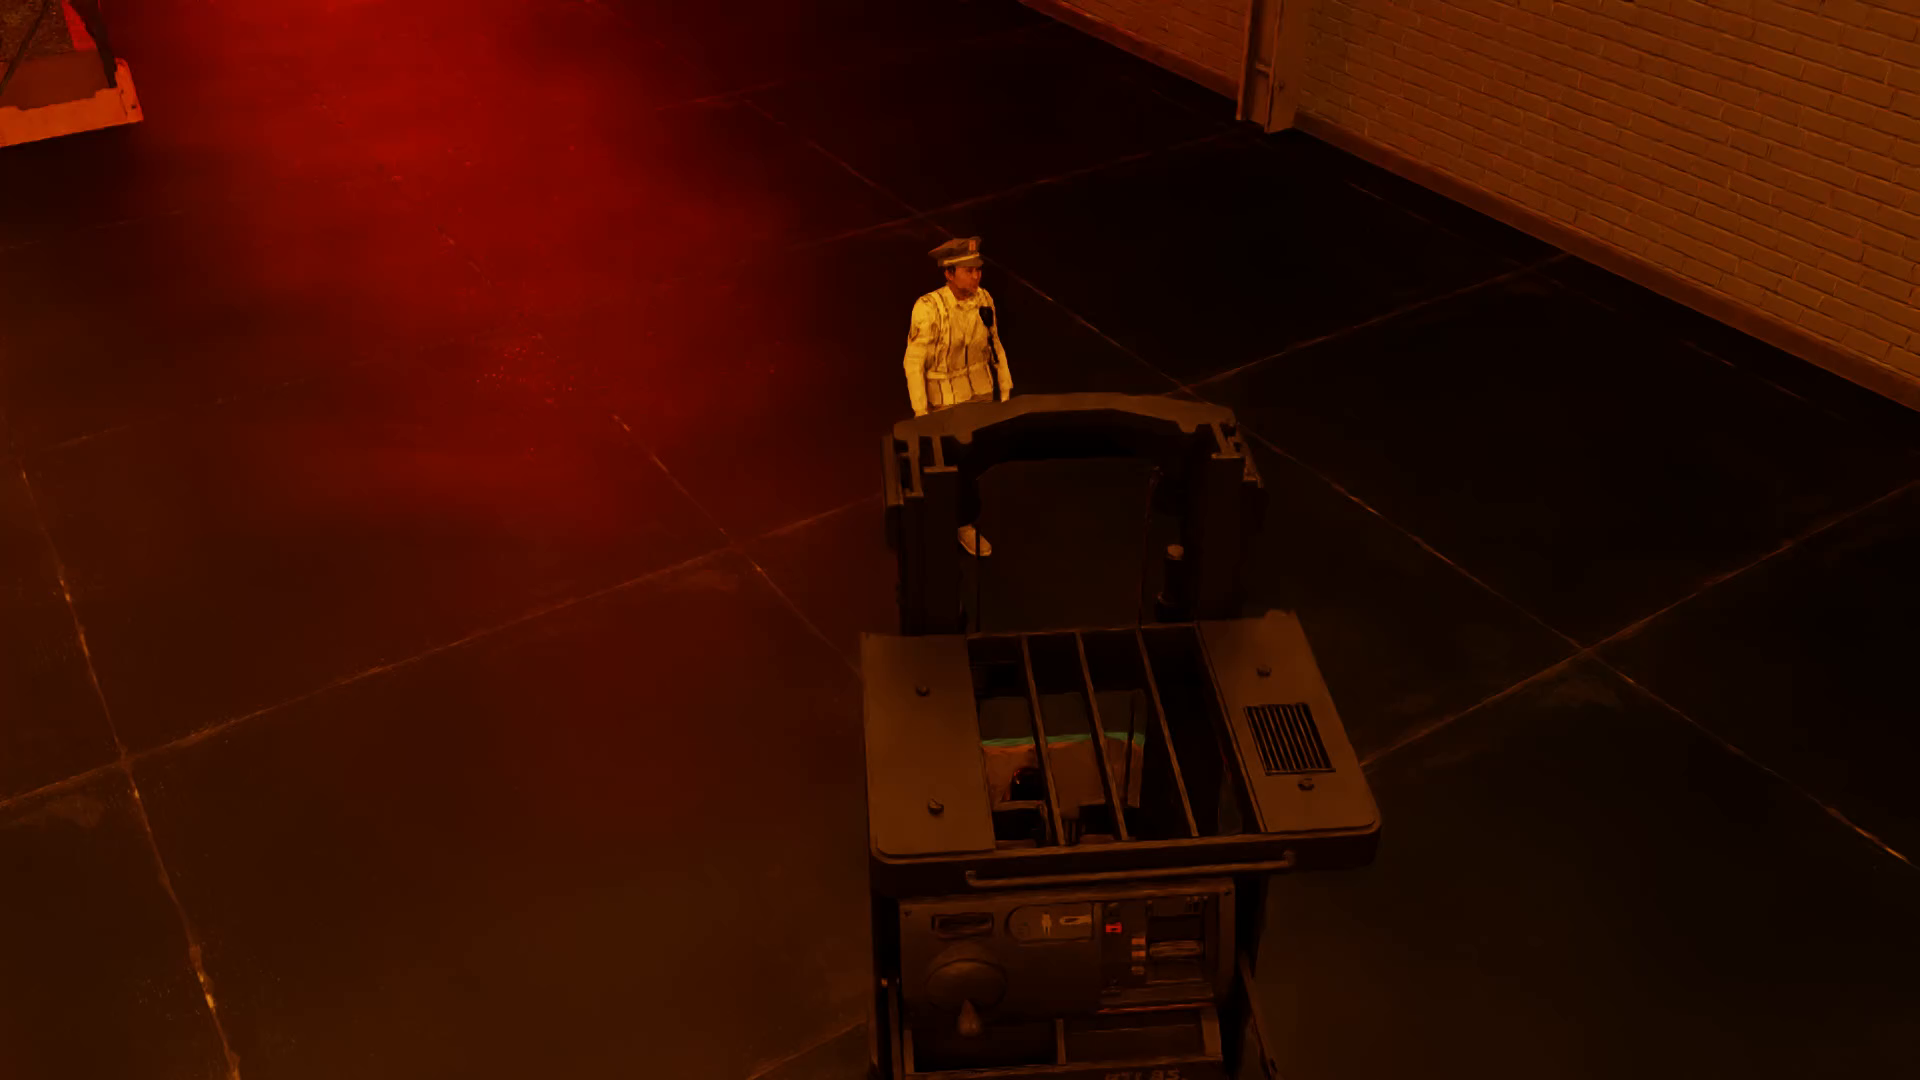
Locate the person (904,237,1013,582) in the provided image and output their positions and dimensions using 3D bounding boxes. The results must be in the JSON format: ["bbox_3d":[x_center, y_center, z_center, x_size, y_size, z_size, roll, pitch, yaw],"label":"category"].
[{"bbox_3d":[0.031,-0.664,8.156,0.586,1.695,0.533,-21,40,-27],"label":"person"}]

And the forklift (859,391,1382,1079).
[{"bbox_3d":[0.320,1.214,4.419,1.130,2.935,3.031,-3,35,-4],"label":"forklift"}]
